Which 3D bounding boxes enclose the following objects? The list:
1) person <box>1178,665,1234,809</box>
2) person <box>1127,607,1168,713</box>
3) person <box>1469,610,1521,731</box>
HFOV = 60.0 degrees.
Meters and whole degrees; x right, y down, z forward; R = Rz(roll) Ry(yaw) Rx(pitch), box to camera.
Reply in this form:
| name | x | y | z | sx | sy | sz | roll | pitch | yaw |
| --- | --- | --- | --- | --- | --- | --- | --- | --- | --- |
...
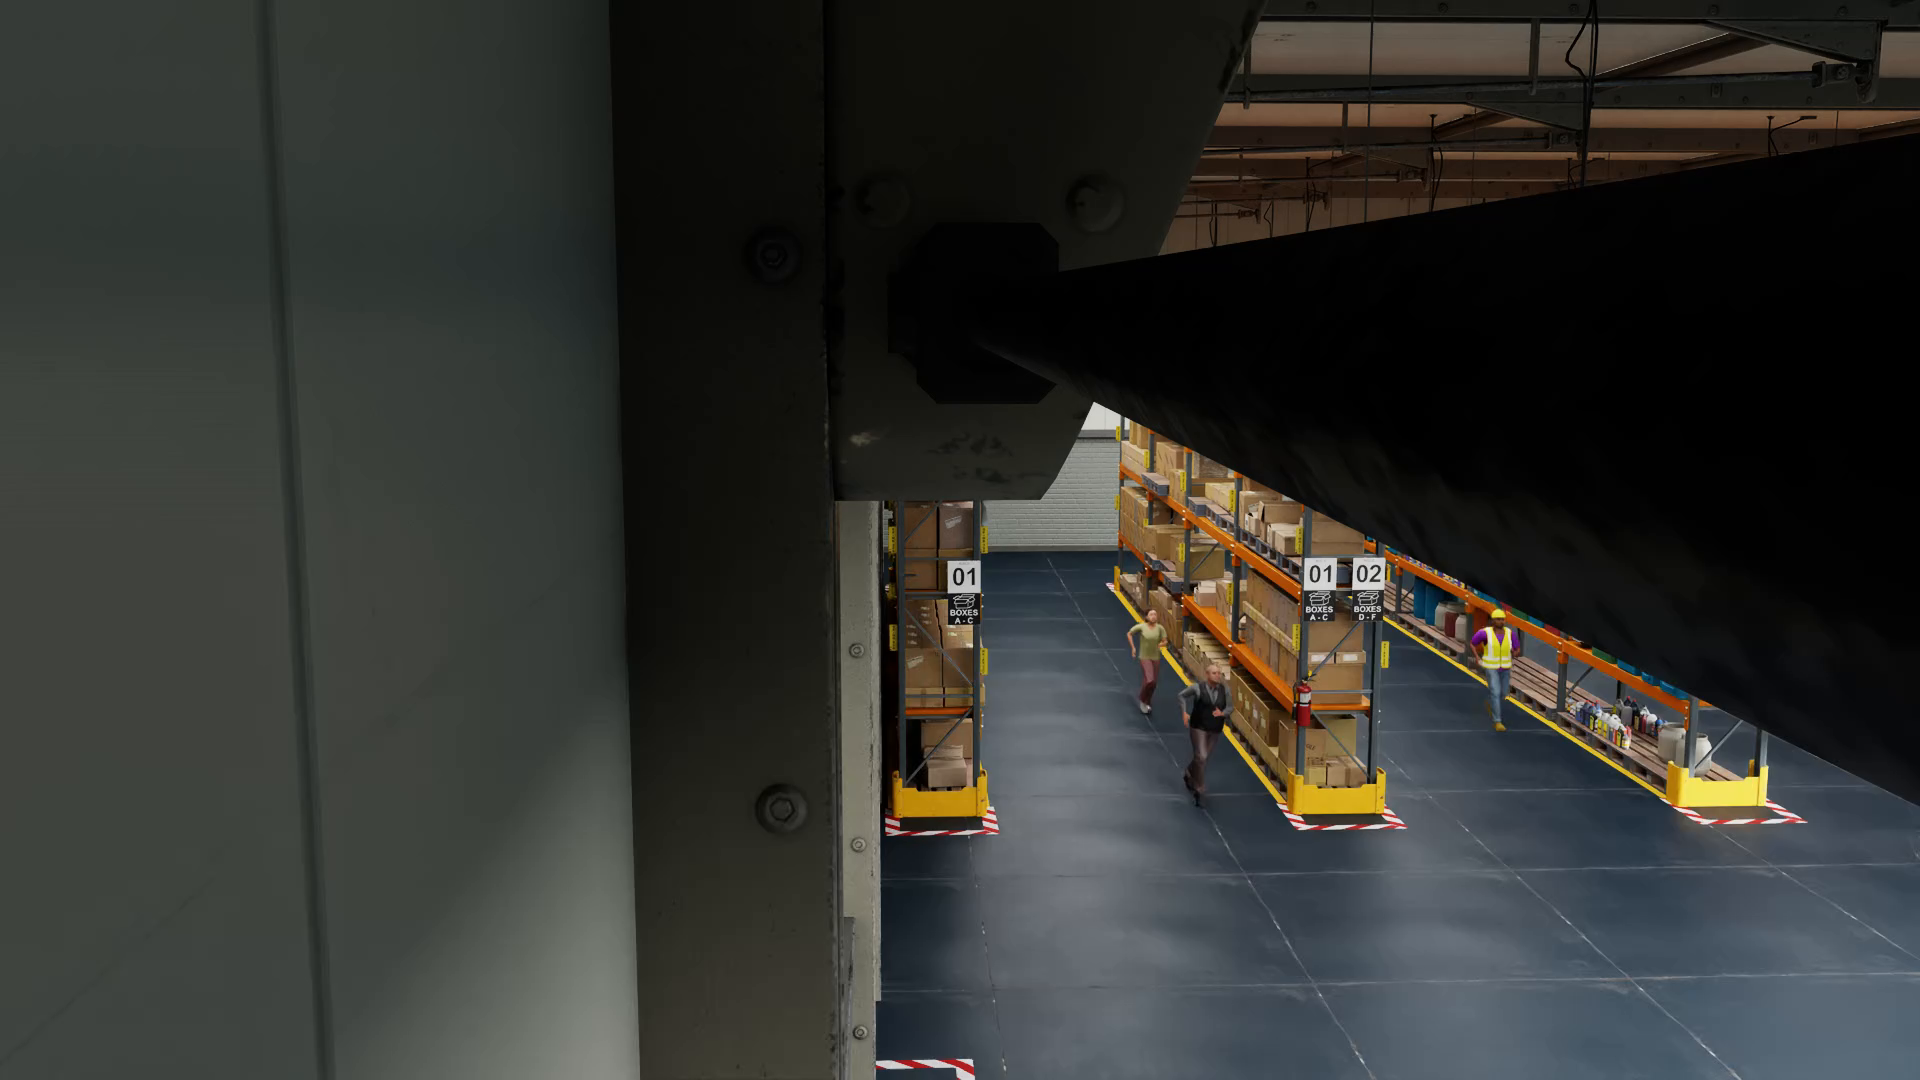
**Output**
| name | x | y | z | sx | sy | sz | roll | pitch | yaw |
| --- | --- | --- | --- | --- | --- | --- | --- | --- | --- |
| person | 3.161 | 2.449 | 21.215 | 0.658 | 1.741 | 0.882 | -3 | 9 | -18 |
| person | 2.916 | 1.840 | 25.500 | 0.565 | 1.639 | 0.599 | -2 | 9 | -16 |
| person | 7.984 | 1.901 | 24.733 | 0.711 | 1.747 | 0.938 | -1 | 8 | -4 |
